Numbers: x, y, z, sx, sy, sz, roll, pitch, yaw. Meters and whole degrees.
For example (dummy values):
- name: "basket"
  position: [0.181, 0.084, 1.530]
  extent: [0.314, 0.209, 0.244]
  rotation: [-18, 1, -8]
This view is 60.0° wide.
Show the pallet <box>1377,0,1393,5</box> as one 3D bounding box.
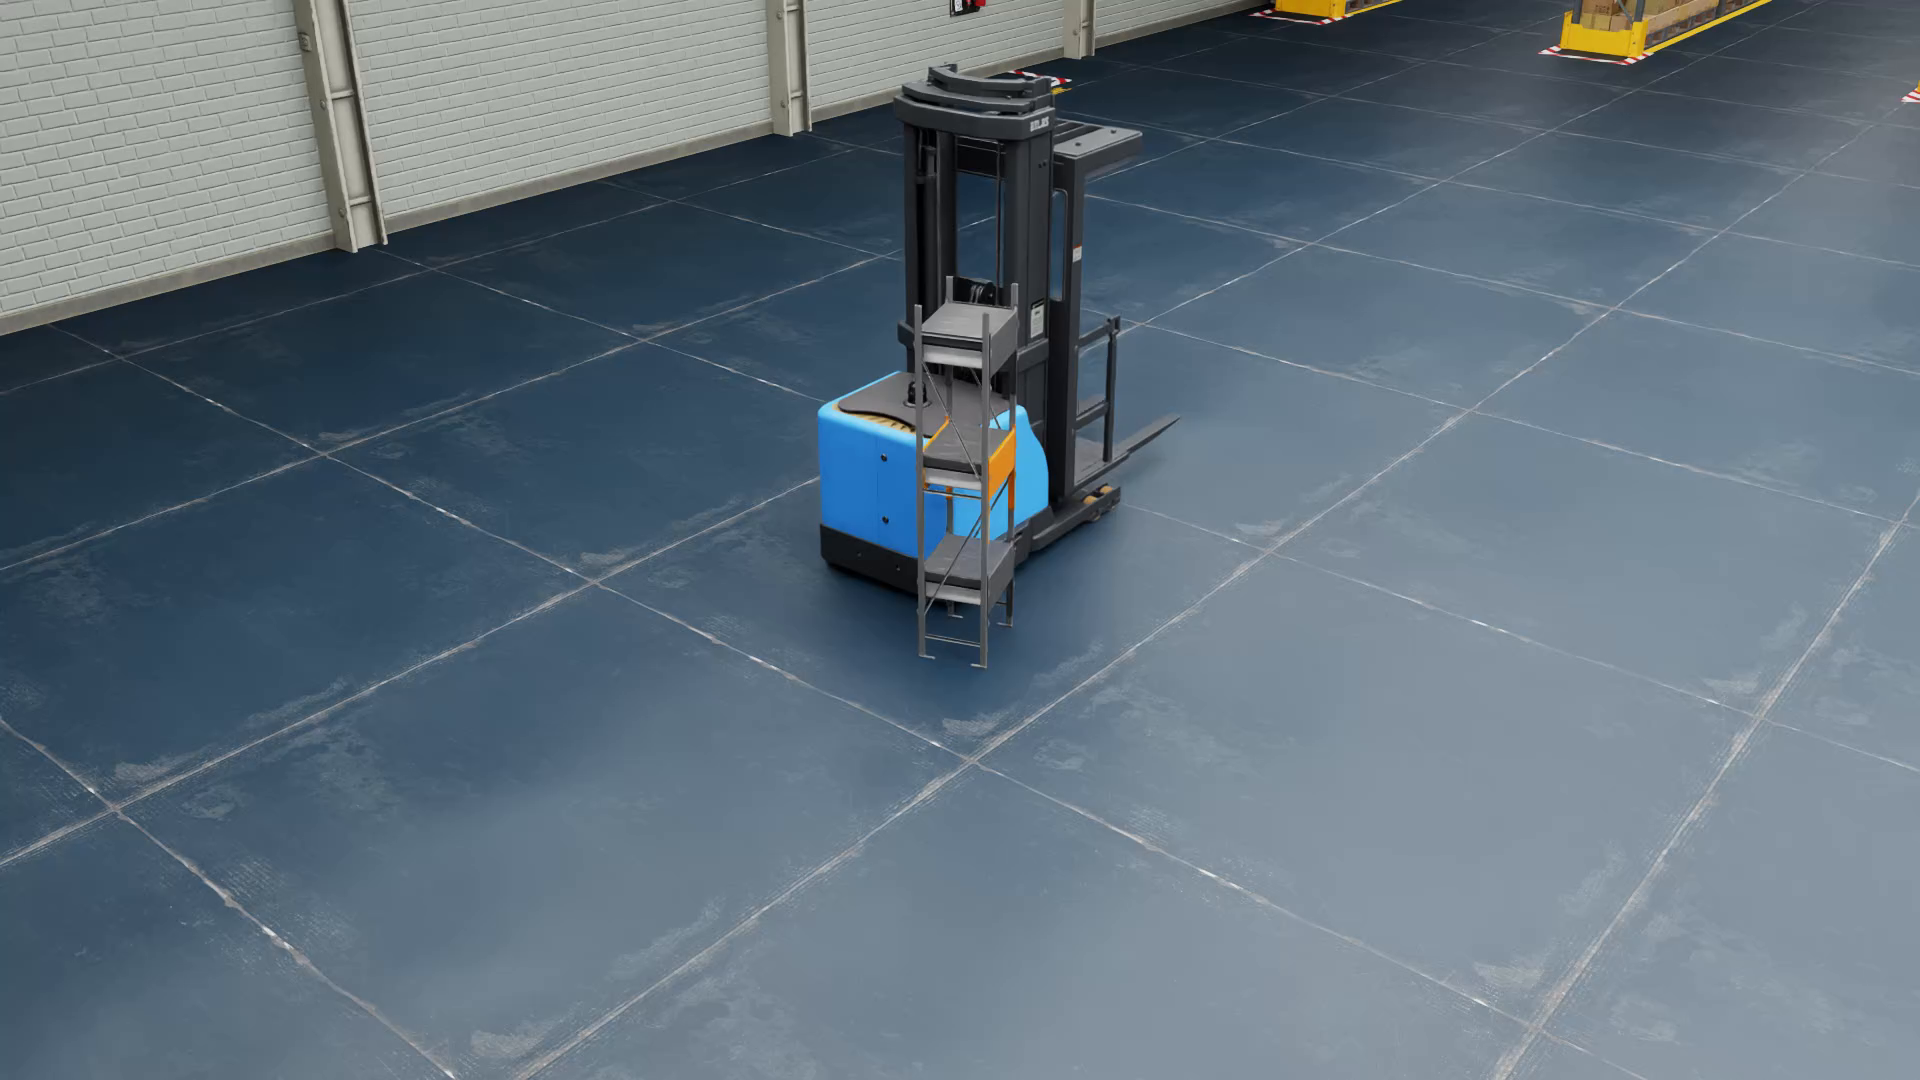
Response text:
- name: "pallet"
  position: [7.157, -9.610, 29.097]
  extent: [1.003, 0.211, 1.213]
  rotation: [21, 34, 34]

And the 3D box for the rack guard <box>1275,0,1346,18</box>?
- name: "rack guard"
  position: [5.836, -9.030, 27.662]
  extent: [1.175, 0.500, 0.348]
  rotation: [21, 34, 34]

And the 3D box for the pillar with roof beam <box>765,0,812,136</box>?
- name: "pillar with roof beam"
  position: [1.255, -7.766, 15.969]
  extent: [9.100, 9.000, 0.400]
  rotation: [21, 34, 34]

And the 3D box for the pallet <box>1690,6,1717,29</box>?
- name: "pallet"
  position: [11.619, -8.577, 27.100]
  extent: [1.003, 0.211, 1.213]
  rotation: [21, 34, 34]

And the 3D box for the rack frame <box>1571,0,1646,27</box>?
- name: "rack frame"
  position: [9.613, -8.667, 24.239]
  extent: [1.000, 3.000, 0.127]
  rotation: [21, 34, 34]

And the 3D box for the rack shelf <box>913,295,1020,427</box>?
- name: "rack shelf"
  position: [0.038, -0.955, 8.816]
  extent: [0.431, 0.518, 0.480]
  rotation: [9, 29, 17]

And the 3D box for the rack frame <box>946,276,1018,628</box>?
- name: "rack frame"
  position: [0.117, -0.451, 9.337]
  extent: [0.400, 2.100, 0.015]
  rotation: [9, 29, 17]

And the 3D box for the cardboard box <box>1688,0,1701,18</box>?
- name: "cardboard box"
  position: [11.398, -8.466, 26.387]
  extent: [0.500, 0.250, 0.500]
  rotation: [21, 34, 34]

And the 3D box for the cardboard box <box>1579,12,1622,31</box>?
- name: "cardboard box"
  position: [9.726, -7.909, 25.309]
  extent: [0.500, 0.250, 0.500]
  rotation: [21, 34, 34]

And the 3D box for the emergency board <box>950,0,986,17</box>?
- name: "emergency board"
  position: [0.148, -7.622, 22.220]
  extent: [0.194, 1.169, 0.643]
  rotation: [21, 34, 34]

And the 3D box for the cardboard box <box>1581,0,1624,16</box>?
- name: "cardboard box"
  position: [9.724, -8.243, 25.138]
  extent: [0.500, 0.500, 0.500]
  rotation: [21, 34, 34]

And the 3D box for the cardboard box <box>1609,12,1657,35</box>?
- name: "cardboard box"
  position: [10.126, -7.758, 25.017]
  extent: [0.500, 0.250, 0.500]
  rotation: [21, 34, 34]

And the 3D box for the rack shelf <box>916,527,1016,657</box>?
- name: "rack shelf"
  position: [0.038, 0.289, 9.459]
  extent: [0.431, 0.518, 0.480]
  rotation: [9, 29, 17]

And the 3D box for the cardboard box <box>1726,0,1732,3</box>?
- name: "cardboard box"
  position: [12.605, -9.121, 27.653]
  extent: [0.500, 0.250, 0.500]
  rotation: [20, 33, 33]

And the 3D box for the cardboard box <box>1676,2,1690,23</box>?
- name: "cardboard box"
  position: [11.081, -8.289, 26.044]
  extent: [0.500, 0.250, 0.500]
  rotation: [21, 34, 34]

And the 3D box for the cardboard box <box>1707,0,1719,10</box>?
- name: "cardboard box"
  position: [12.031, -8.822, 27.075]
  extent: [0.500, 0.250, 0.500]
  rotation: [21, 34, 34]

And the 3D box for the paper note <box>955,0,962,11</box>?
- name: "paper note"
  position: [-0.018, -7.188, 22.340]
  extent: [0.016, 0.148, 0.142]
  rotation: [21, 34, 34]

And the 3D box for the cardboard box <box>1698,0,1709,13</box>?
- name: "cardboard box"
  position: [11.705, -8.648, 26.738]
  extent: [0.500, 0.250, 0.500]
  rotation: [21, 34, 34]

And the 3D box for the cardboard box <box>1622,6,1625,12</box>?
- name: "cardboard box"
  position: [10.035, -8.090, 25.659]
  extent: [0.500, 0.250, 0.500]
  rotation: [21, 34, 34]

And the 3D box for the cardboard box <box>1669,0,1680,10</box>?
- name: "cardboard box"
  position: [10.750, -8.450, 25.538]
  extent: [0.500, 0.500, 0.500]
  rotation: [21, 34, 34]

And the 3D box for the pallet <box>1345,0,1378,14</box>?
- name: "pallet"
  position: [6.380, -9.180, 28.265]
  extent: [1.003, 0.211, 1.213]
  rotation: [21, 34, 34]

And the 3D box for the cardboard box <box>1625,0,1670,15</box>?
- name: "cardboard box"
  position: [10.442, -8.269, 25.188]
  extent: [0.500, 0.500, 0.500]
  rotation: [21, 34, 34]

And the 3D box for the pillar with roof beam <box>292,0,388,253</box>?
- name: "pillar with roof beam"
  position: [-2.562, -5.639, 11.857]
  extent: [9.100, 9.000, 0.400]
  rotation: [21, 34, 34]

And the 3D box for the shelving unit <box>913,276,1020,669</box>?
- name: "shelving unit"
  position: [0.038, -0.345, 9.132]
  extent: [0.431, 2.100, 0.503]
  rotation: [9, 29, 17]

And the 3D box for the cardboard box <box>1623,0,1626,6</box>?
- name: "cardboard box"
  position: [10.349, -8.601, 25.832]
  extent: [0.500, 0.500, 0.500]
  rotation: [21, 34, 34]

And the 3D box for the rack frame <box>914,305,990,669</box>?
- name: "rack frame"
  position: [-0.041, -0.239, 8.927]
  extent: [0.400, 2.100, 0.015]
  rotation: [9, 29, 17]

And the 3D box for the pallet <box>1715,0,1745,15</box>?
- name: "pallet"
  position: [12.596, -9.120, 28.149]
  extent: [1.003, 0.211, 1.213]
  rotation: [21, 34, 34]

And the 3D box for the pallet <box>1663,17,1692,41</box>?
- name: "pallet"
  position: [10.843, -8.143, 26.260]
  extent: [1.003, 0.211, 1.213]
  rotation: [21, 34, 34]

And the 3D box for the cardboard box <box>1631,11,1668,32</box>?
- name: "cardboard box"
  position: [10.441, -7.936, 25.361]
  extent: [0.500, 0.250, 0.500]
  rotation: [21, 34, 34]

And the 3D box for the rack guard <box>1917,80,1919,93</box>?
- name: "rack guard"
  position: [13.445, -6.149, 22.092]
  extent: [1.175, 0.500, 0.348]
  rotation: [21, 34, 34]

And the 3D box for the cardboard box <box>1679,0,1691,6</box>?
- name: "cardboard box"
  position: [11.082, -8.622, 25.871]
  extent: [0.500, 0.500, 0.500]
  rotation: [21, 34, 34]

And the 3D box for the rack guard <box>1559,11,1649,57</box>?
- name: "rack guard"
  position: [9.598, -7.548, 24.797]
  extent: [1.175, 0.500, 0.348]
  rotation: [21, 34, 34]

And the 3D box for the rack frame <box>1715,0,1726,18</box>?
- name: "rack frame"
  position: [12.157, -10.085, 26.981]
  extent: [1.000, 3.000, 0.127]
  rotation: [21, 34, 34]

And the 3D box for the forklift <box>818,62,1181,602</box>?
- name: "forklift"
  position: [0.420, -1.548, 10.552]
  extent: [1.130, 2.935, 3.031]
  rotation: [19, 33, 32]

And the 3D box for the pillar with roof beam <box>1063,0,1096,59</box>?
- name: "pillar with roof beam"
  position: [5.071, -9.894, 20.081]
  extent: [9.100, 9.000, 0.400]
  rotation: [21, 34, 34]

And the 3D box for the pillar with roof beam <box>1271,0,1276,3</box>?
- name: "pillar with roof beam"
  position: [8.888, -12.021, 24.193]
  extent: [9.100, 9.000, 0.400]
  rotation: [21, 34, 34]

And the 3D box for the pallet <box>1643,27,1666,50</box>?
- name: "pallet"
  position: [10.067, -7.712, 25.428]
  extent: [1.003, 0.211, 1.213]
  rotation: [21, 34, 34]

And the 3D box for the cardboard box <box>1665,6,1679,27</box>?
- name: "cardboard box"
  position: [10.759, -8.113, 25.704]
  extent: [0.500, 0.250, 0.500]
  rotation: [21, 34, 34]

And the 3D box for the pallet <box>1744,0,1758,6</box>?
- name: "pallet"
  position: [13.371, -9.554, 28.988]
  extent: [1.003, 0.211, 1.213]
  rotation: [21, 34, 34]

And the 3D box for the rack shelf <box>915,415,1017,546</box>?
- name: "rack shelf"
  position: [0.038, -0.333, 9.138]
  extent: [0.431, 0.518, 0.480]
  rotation: [9, 29, 17]
